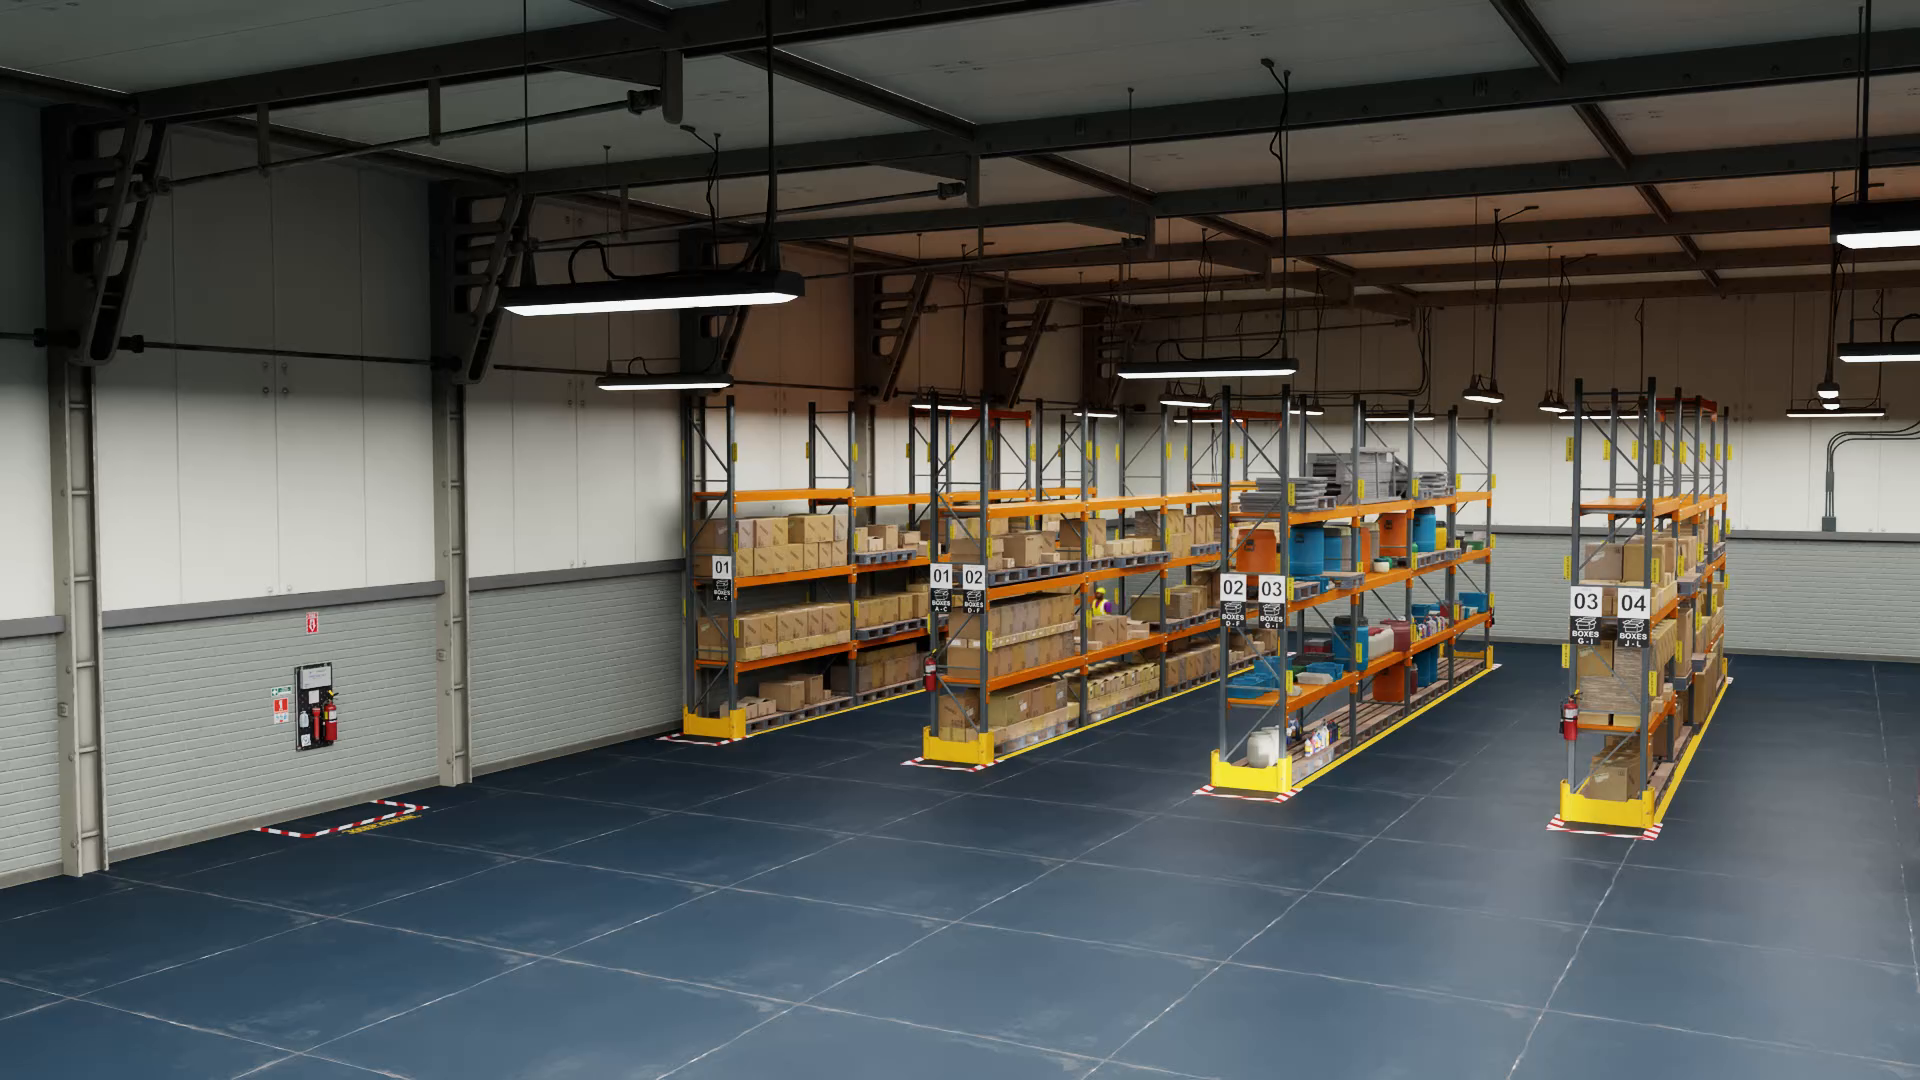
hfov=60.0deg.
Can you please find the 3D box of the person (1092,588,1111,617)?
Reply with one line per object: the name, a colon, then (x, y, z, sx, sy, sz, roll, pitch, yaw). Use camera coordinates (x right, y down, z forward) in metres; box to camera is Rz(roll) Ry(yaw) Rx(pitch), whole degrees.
person: (3.392, 2.025, 40.408, 0.595, 1.720, 1.080, 1, 3, 23)
